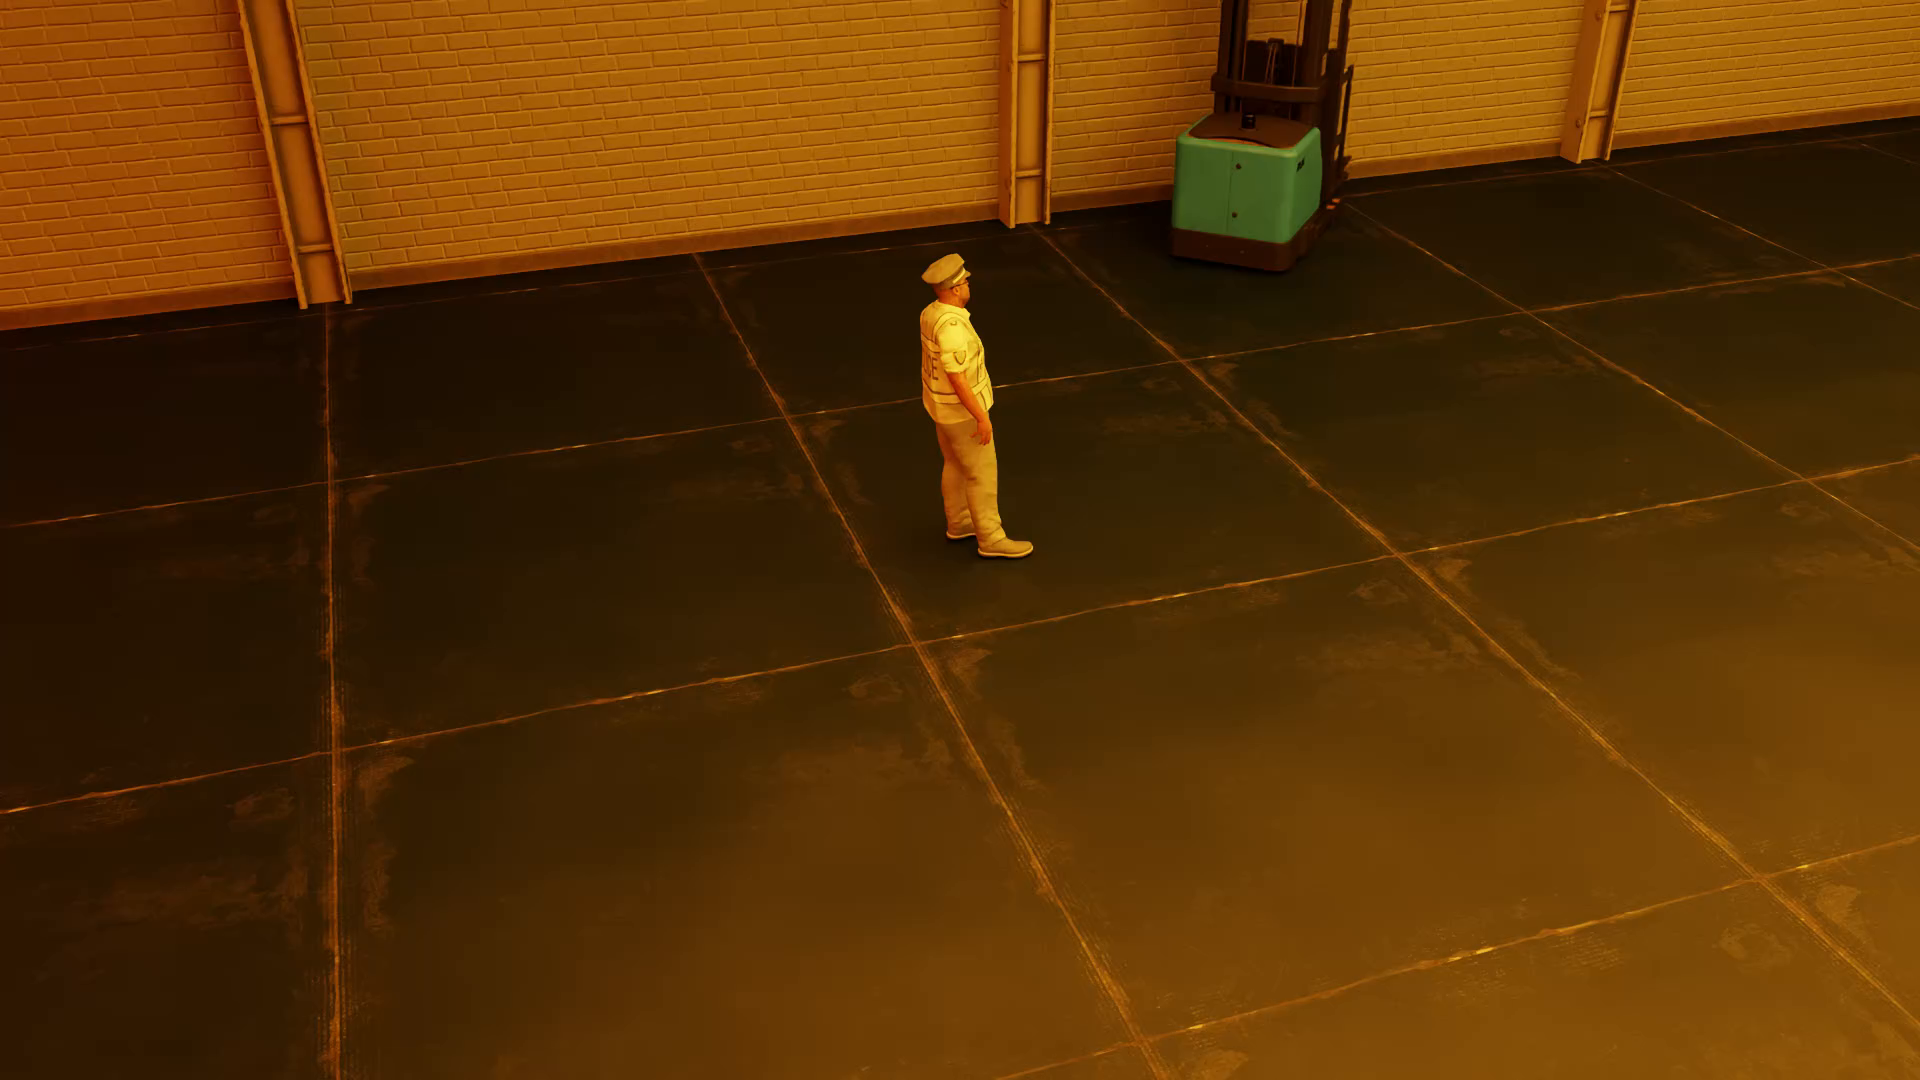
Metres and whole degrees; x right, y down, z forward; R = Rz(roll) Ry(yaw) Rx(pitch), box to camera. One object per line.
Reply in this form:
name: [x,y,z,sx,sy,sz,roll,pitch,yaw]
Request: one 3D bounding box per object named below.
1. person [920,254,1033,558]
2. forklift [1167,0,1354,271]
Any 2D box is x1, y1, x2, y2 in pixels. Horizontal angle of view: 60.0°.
person: [0.078,-0.785,9.590,0.575,1.781,0.640,-10,31,-16]
forklift: [2.845,-4.203,14.393,1.130,2.935,3.031,13,32,22]
